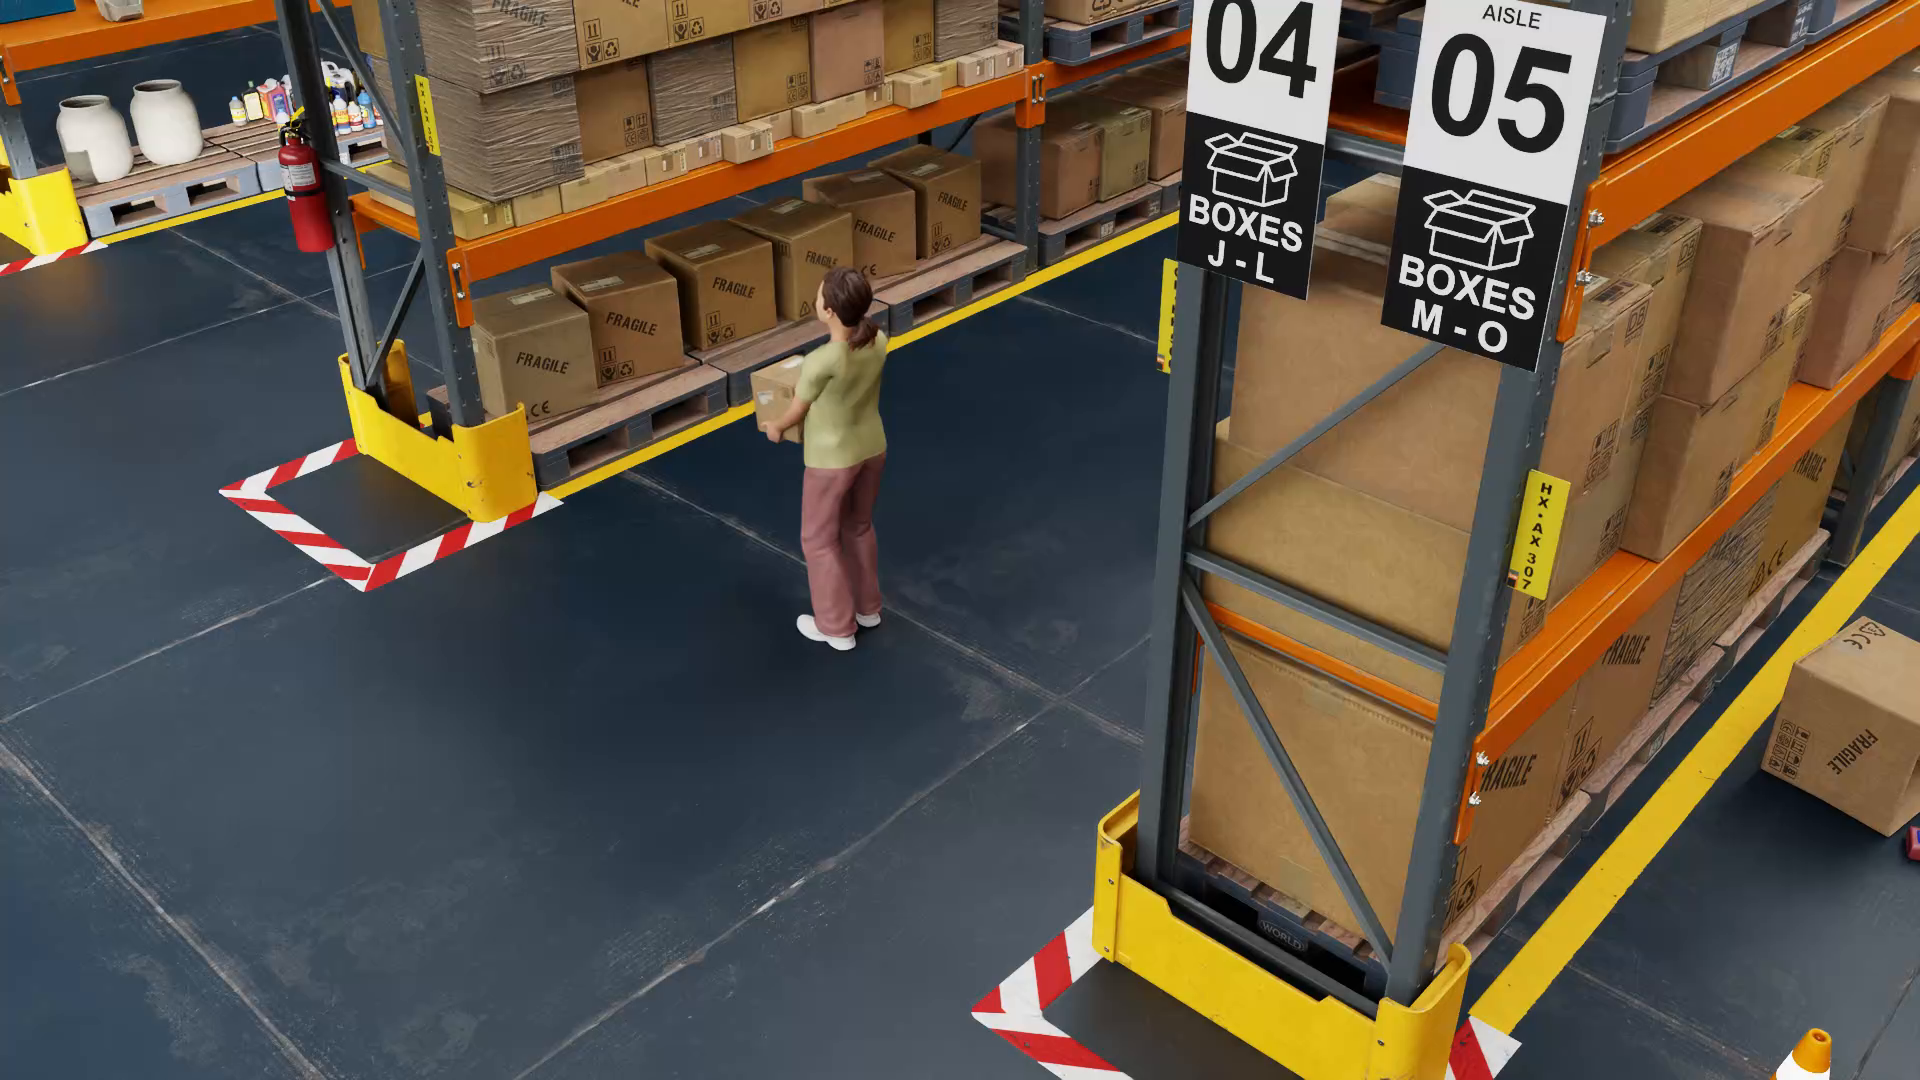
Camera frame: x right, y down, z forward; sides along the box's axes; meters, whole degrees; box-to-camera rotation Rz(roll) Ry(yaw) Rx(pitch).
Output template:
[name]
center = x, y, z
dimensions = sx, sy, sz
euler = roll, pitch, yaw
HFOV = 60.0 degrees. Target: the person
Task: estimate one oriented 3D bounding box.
[person]
center = -0.518, -0.345, 6.713
dimensions = 0.554, 1.666, 0.425
euler = 26, 40, 36
